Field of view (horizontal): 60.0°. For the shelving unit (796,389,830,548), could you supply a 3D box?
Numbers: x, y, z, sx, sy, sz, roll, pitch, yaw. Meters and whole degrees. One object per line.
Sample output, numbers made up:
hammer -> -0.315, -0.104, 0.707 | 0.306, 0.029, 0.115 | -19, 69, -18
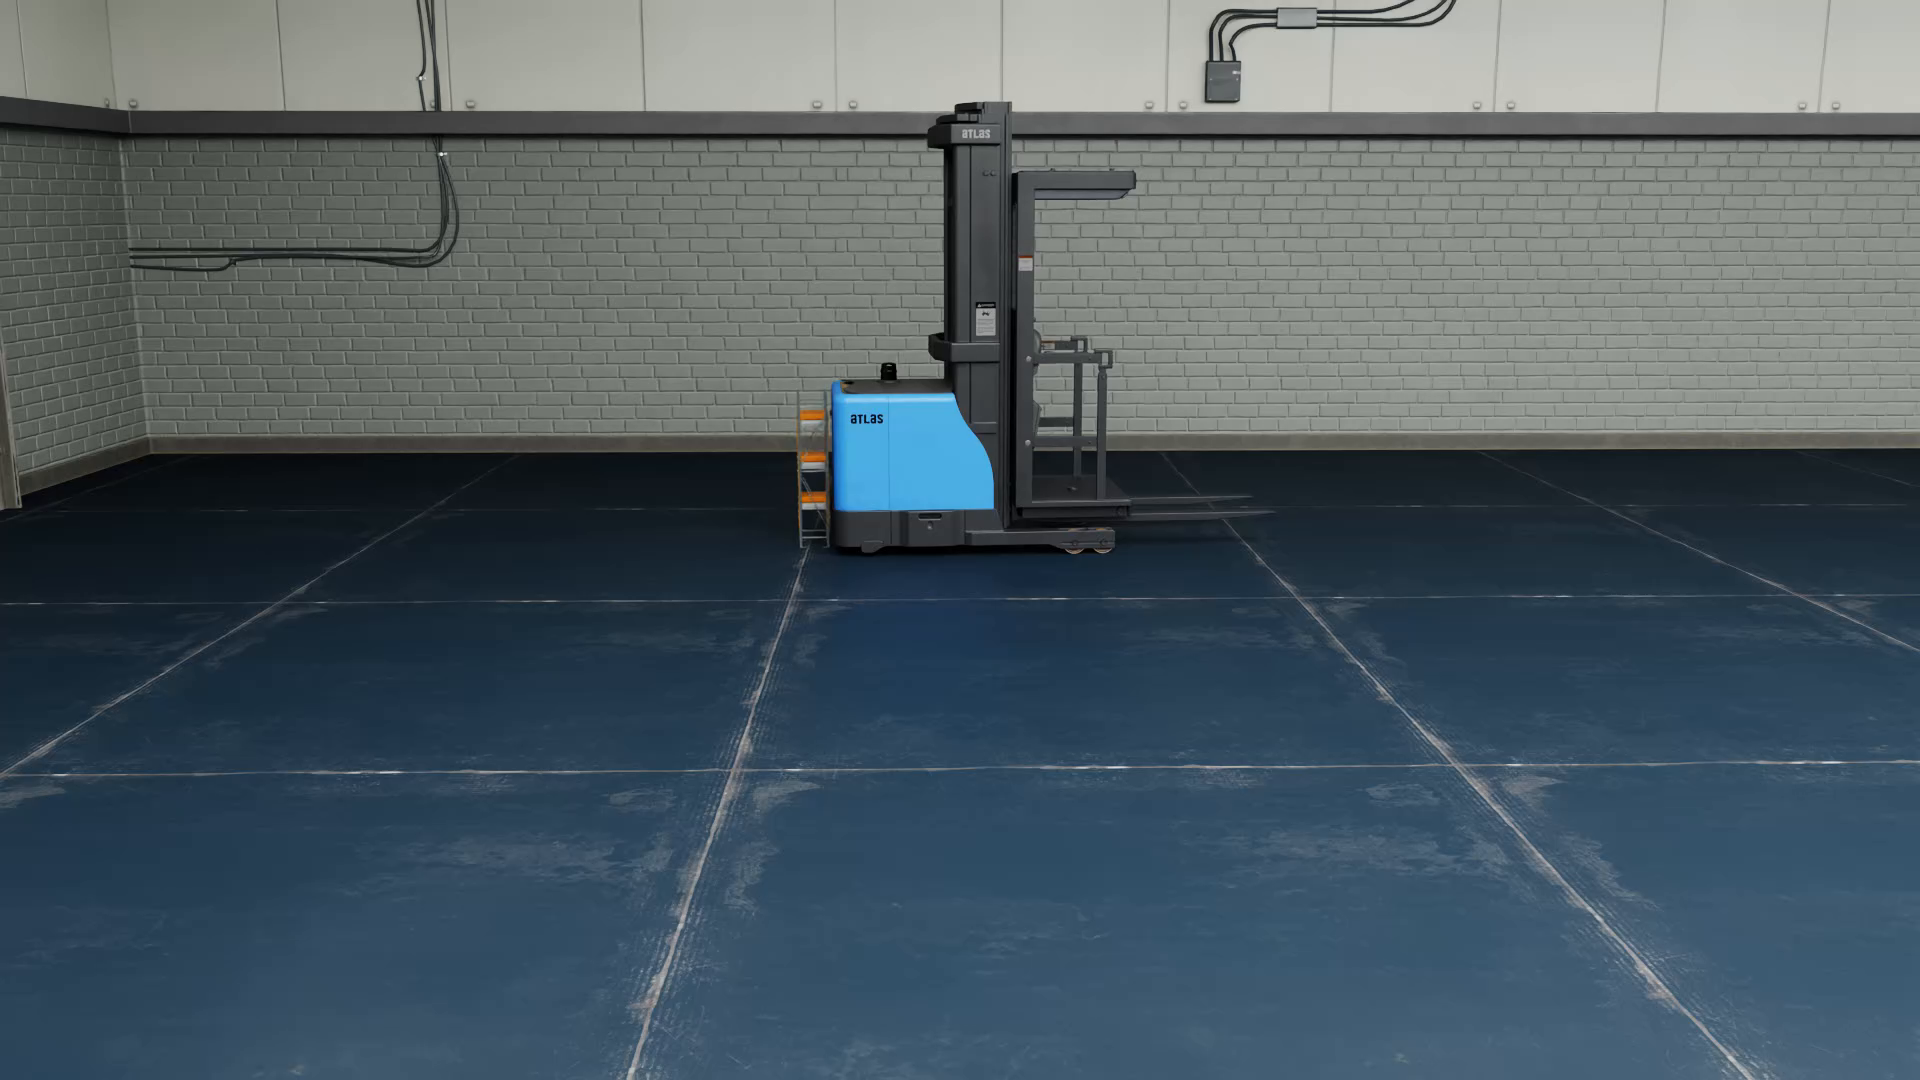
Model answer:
shelving unit -> -0.999, -0.485, 11.309 | 0.215, 1.050, 0.252 | -1, 12, -6

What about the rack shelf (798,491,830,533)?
rack shelf -> -1.000, -0.203, 11.367 | 0.215, 0.259, 0.240 | -1, 12, -6

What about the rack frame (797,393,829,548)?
rack frame -> -0.986, -0.461, 11.191 | 0.200, 1.050, 0.008 | -1, 12, -6

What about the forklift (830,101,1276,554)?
forklift -> 0.628, -1.448, 11.324 | 3.031, 2.935, 1.130 | -1, 12, -5

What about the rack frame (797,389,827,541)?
rack frame -> -1.012, -0.509, 11.428 | 0.200, 1.050, 0.008 | -1, 12, -6

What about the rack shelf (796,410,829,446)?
rack shelf -> -0.999, -0.753, 11.255 | 0.215, 0.259, 0.240 | -1, 12, -6

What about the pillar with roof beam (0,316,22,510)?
pillar with roof beam -> -3.071, -4.643, 11.813 | 9.100, 9.000, 0.400 | 0, 11, -1

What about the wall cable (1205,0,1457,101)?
wall cable -> 3.378, -6.919, 14.478 | 2.305, 6.003, 0.169 | 0, 11, -1

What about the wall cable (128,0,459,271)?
wall cable -> -6.114, -3.695, 14.948 | 3.097, 2.526, 0.112 | 0, 11, -1

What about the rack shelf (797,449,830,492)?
rack shelf -> -0.999, -0.475, 11.312 | 0.215, 0.259, 0.240 | -1, 12, -6
